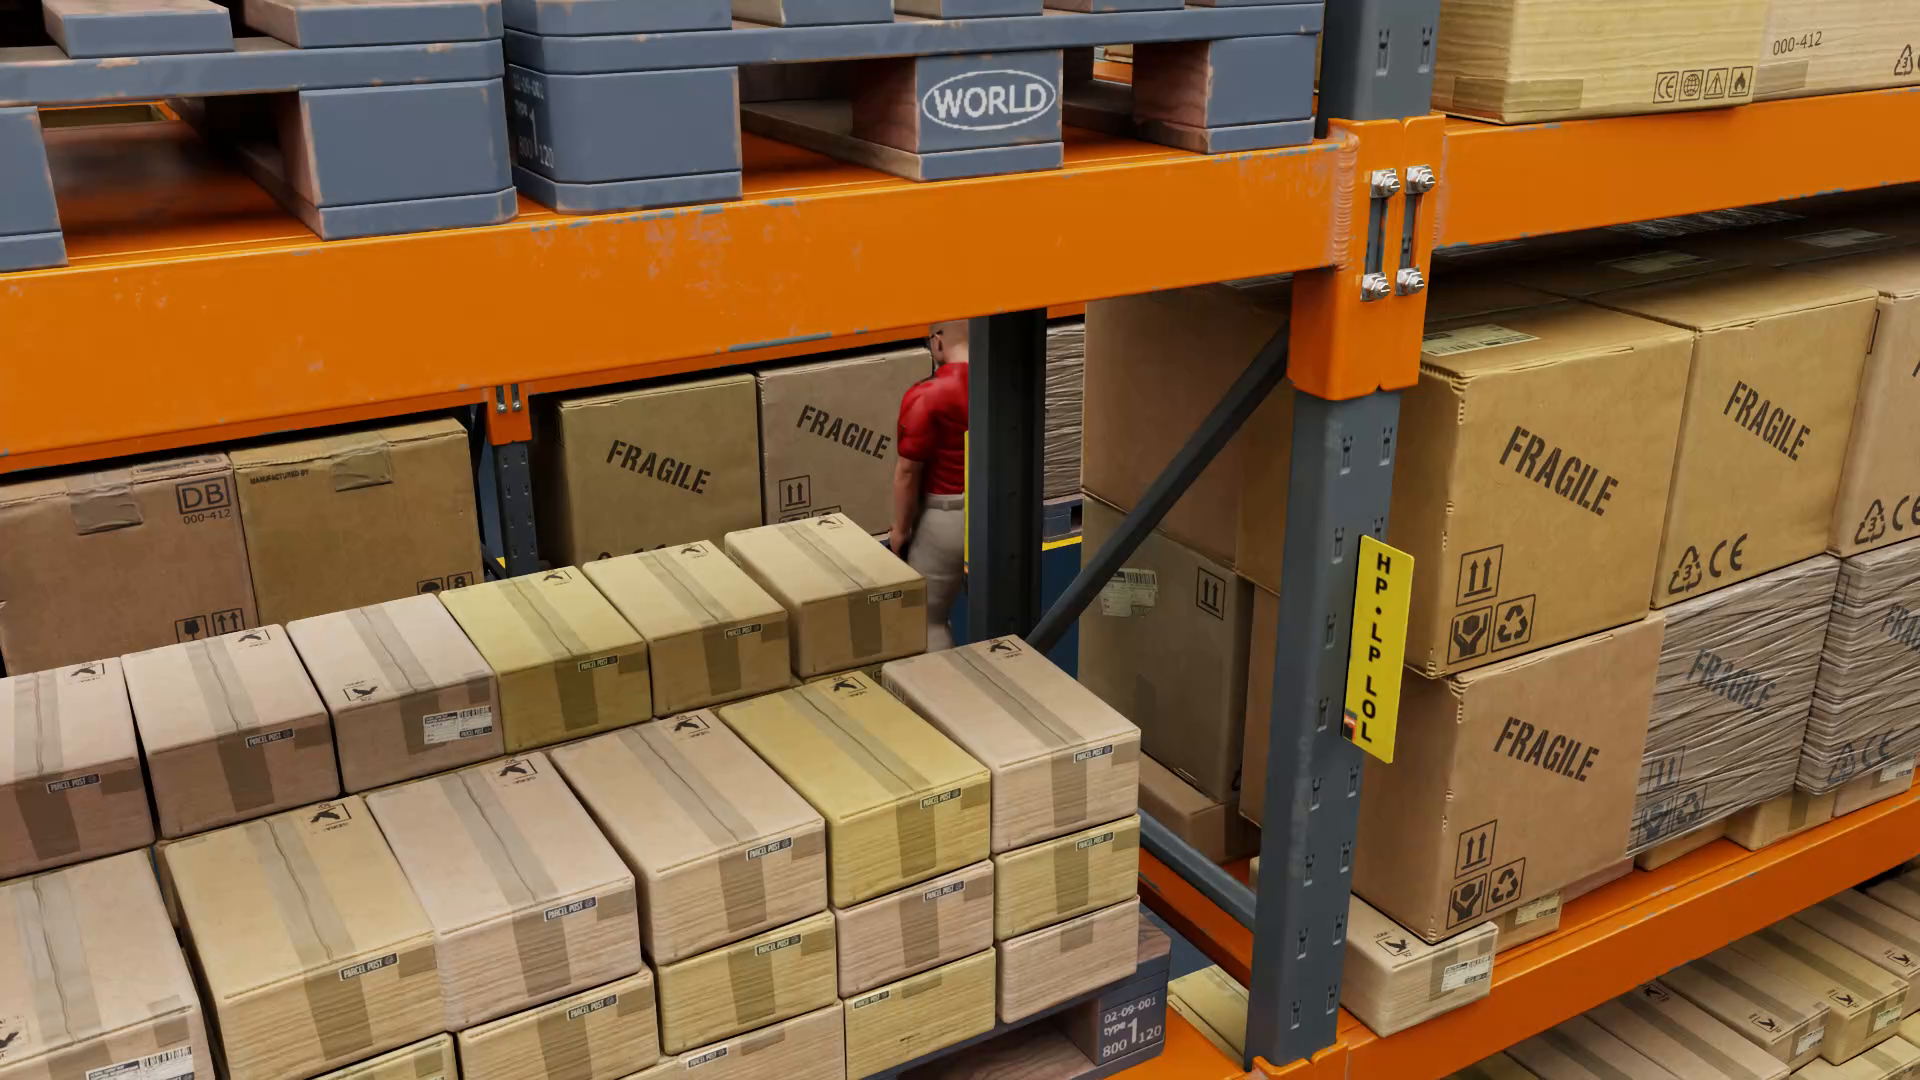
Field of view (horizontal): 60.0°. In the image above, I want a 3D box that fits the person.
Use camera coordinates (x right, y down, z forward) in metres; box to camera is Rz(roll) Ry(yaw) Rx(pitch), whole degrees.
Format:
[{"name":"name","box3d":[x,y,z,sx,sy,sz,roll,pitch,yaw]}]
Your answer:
[{"name":"person","box3d":[-0.005,-0.042,6.252,0.538,1.714,0.359,-12,24,-27]}]
